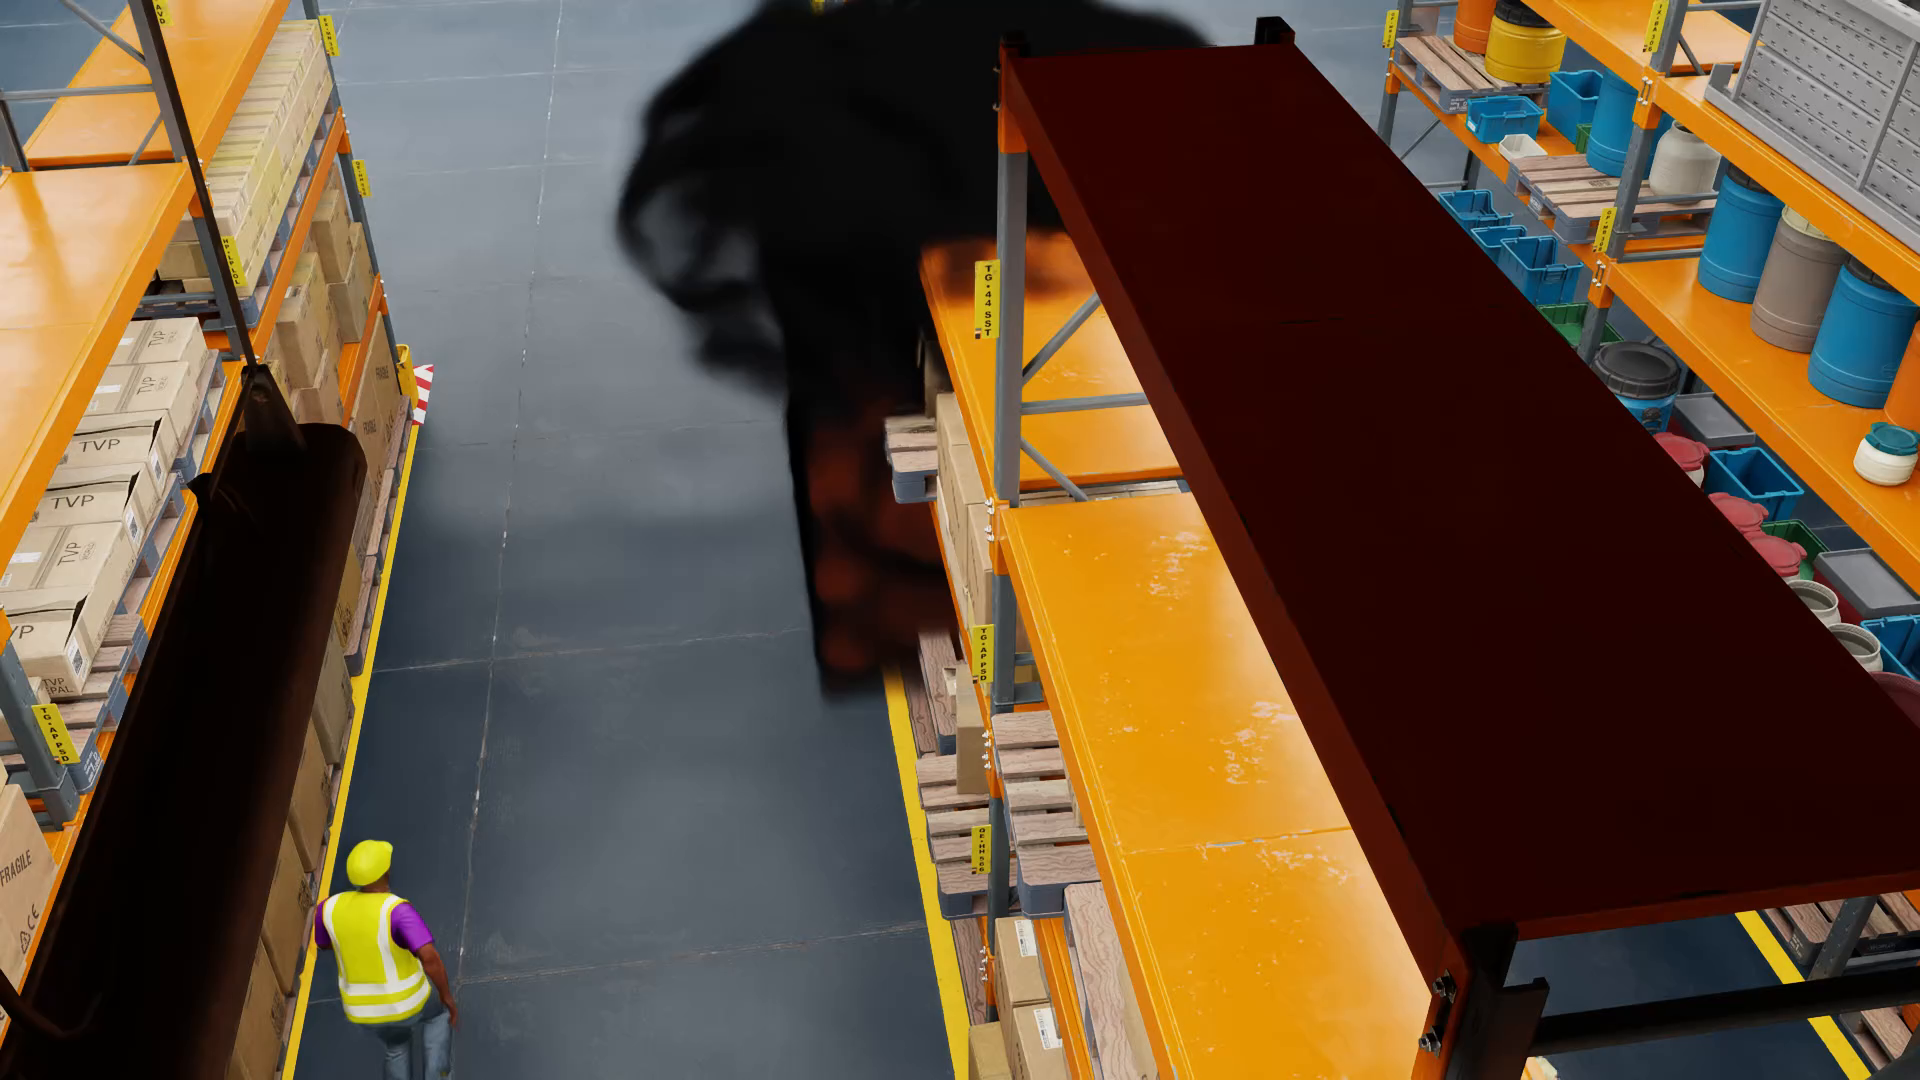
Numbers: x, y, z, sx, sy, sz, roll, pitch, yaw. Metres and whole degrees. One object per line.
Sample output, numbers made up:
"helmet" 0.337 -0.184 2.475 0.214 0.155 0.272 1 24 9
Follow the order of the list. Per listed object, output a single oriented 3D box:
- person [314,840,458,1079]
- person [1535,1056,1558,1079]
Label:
"person" -2.873 2.279 8.510 0.788 1.667 0.743 0 36 1
"person" 2.464 2.931 7.755 0.615 1.601 0.971 -2 36 -3
